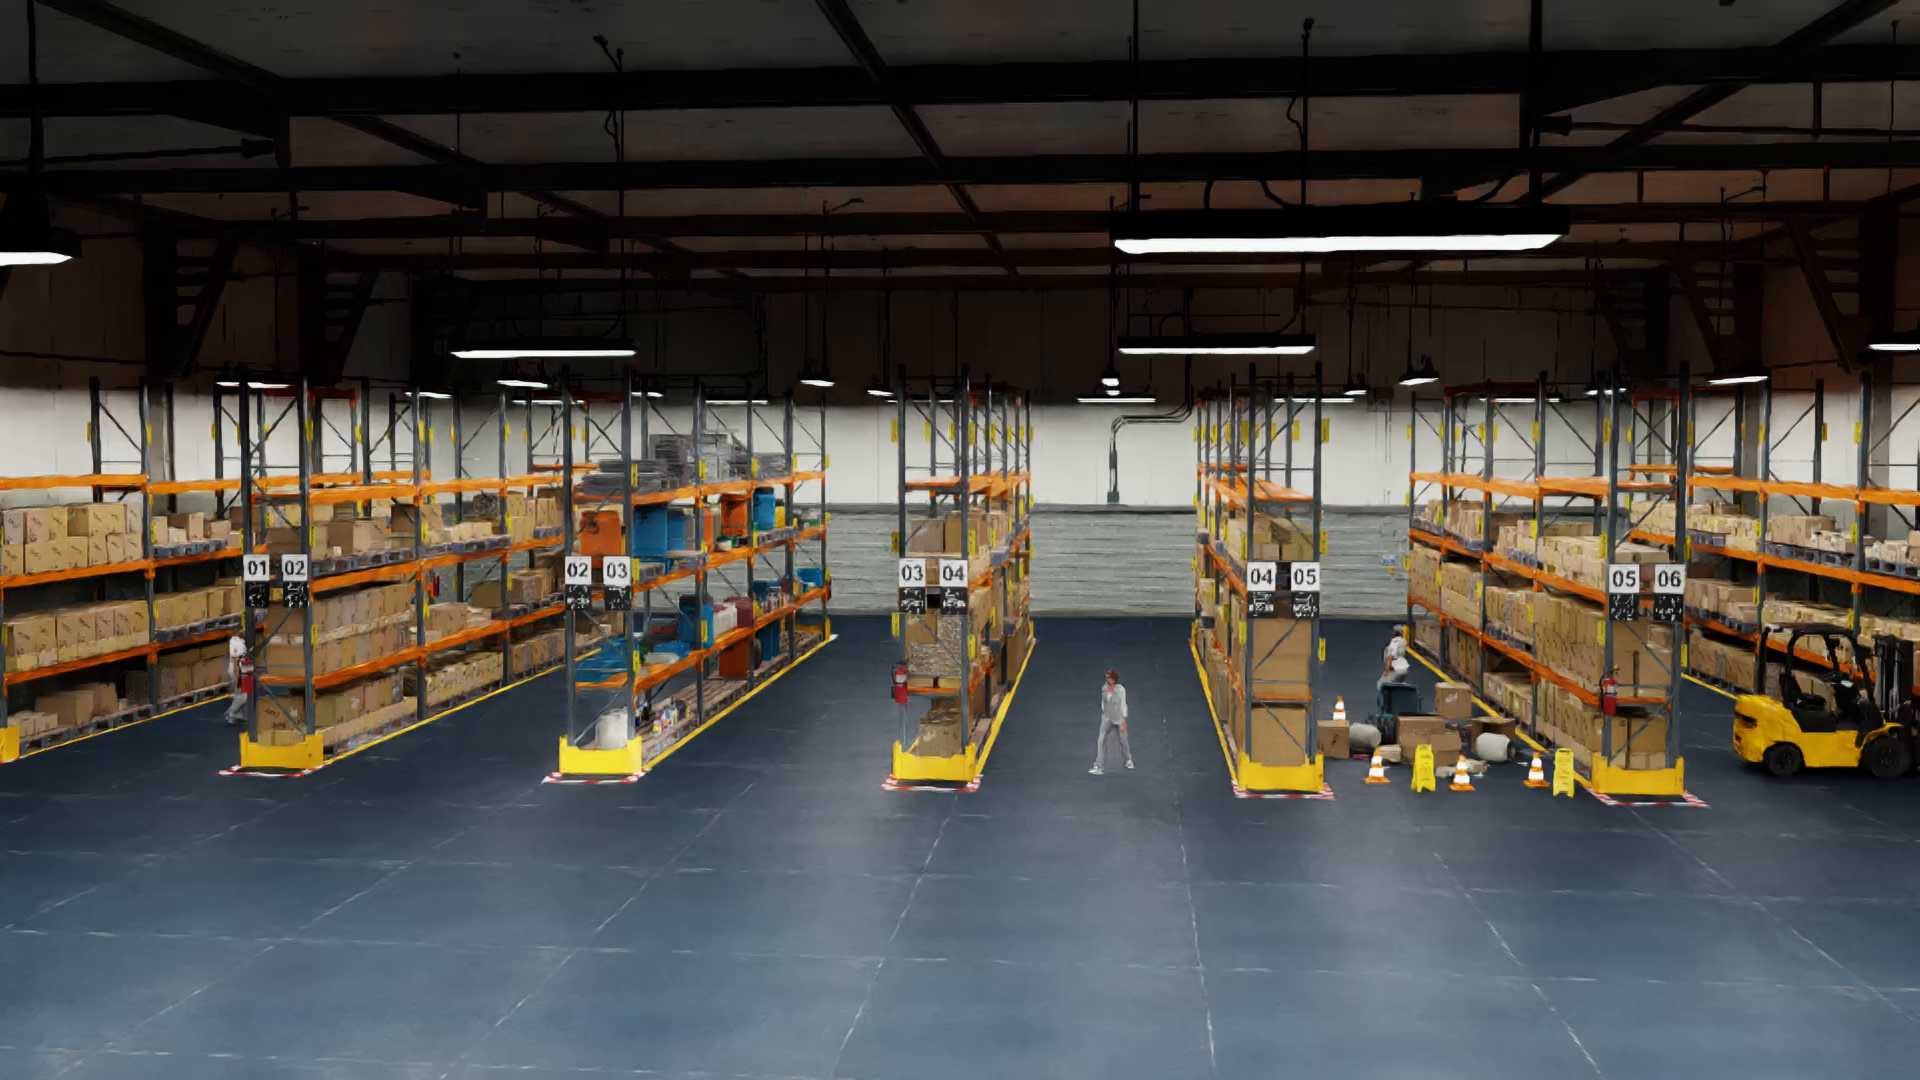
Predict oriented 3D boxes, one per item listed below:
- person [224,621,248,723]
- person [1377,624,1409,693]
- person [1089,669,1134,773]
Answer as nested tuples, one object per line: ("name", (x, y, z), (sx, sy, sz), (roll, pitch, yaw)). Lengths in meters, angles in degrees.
("person", (-12.413, 2.289, 28.581), (0.470, 1.754, 0.588), (-2, 4, -24))
("person", (7.601, 2.290, 29.129), (0.555, 1.640, 0.601), (3, 4, 35))
("person", (2.267, 2.655, 24.531), (0.458, 1.543, 0.884), (2, 4, 30))
